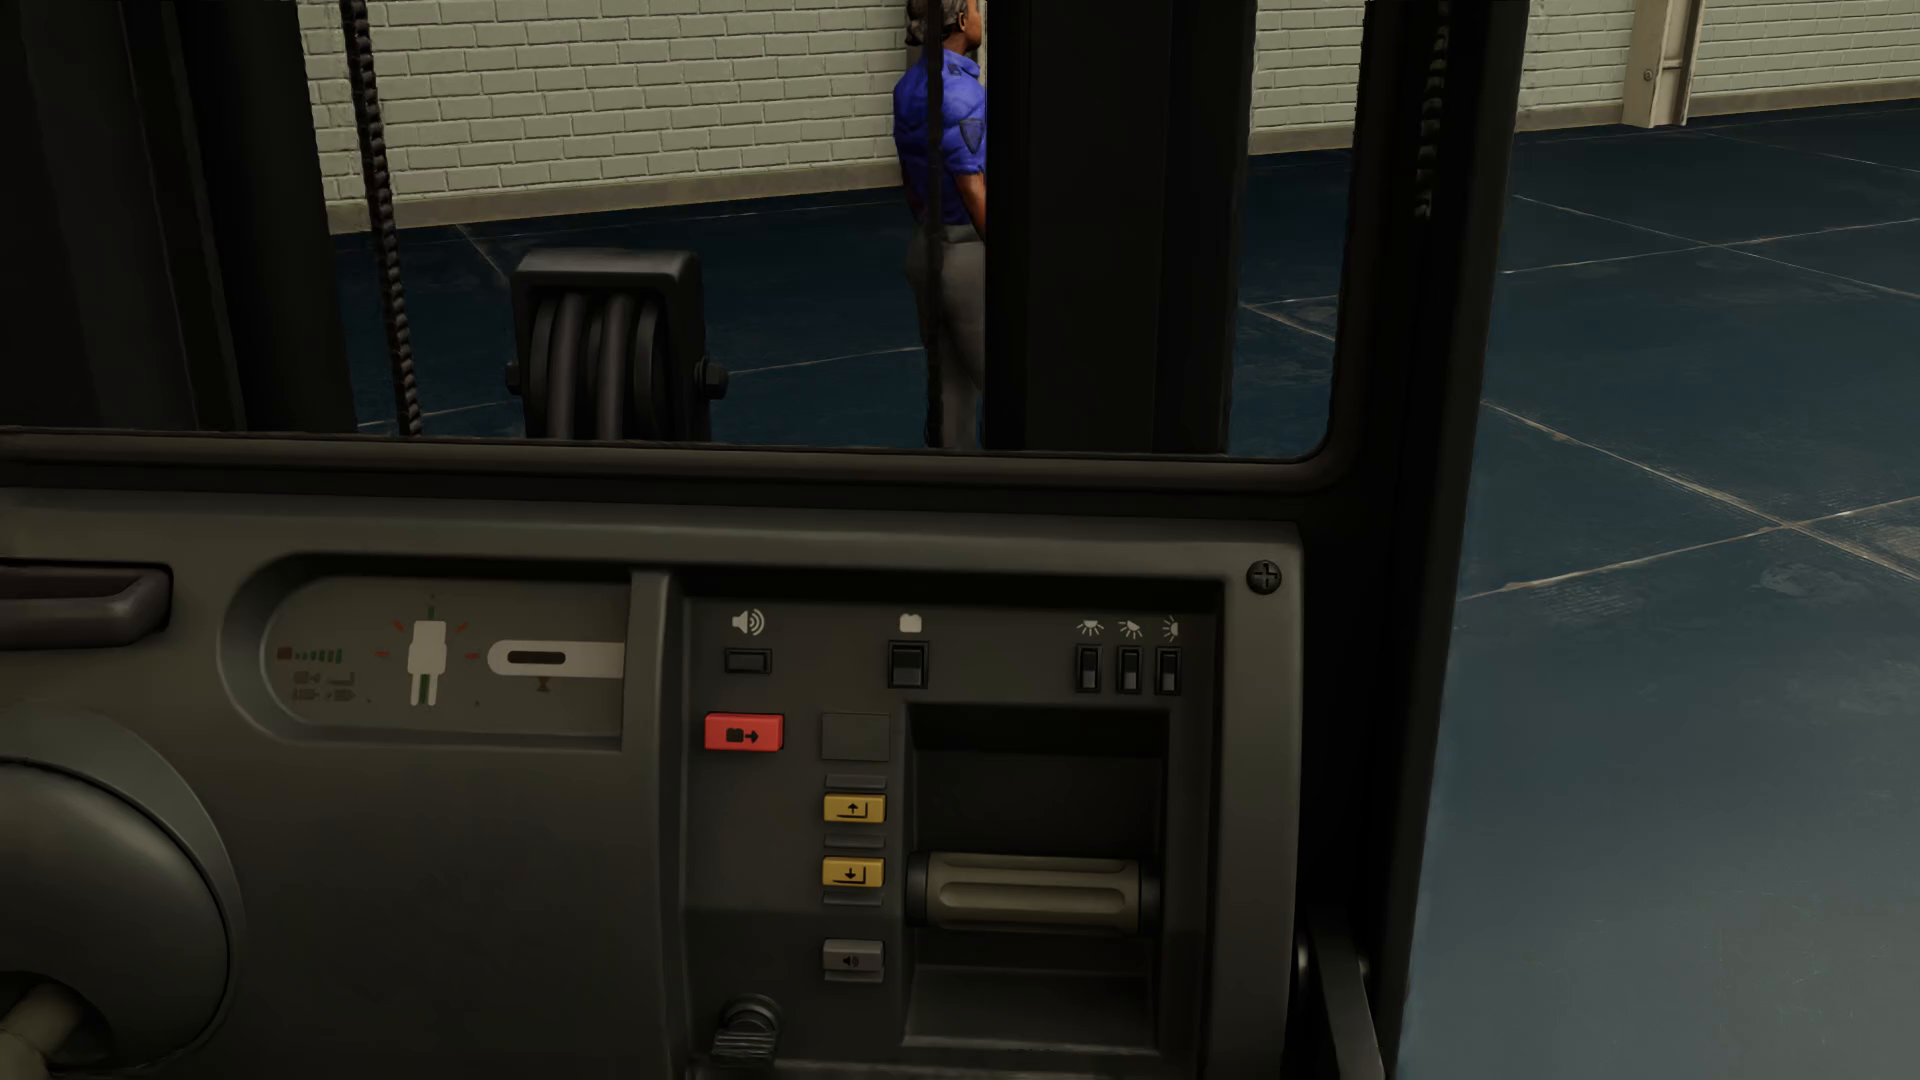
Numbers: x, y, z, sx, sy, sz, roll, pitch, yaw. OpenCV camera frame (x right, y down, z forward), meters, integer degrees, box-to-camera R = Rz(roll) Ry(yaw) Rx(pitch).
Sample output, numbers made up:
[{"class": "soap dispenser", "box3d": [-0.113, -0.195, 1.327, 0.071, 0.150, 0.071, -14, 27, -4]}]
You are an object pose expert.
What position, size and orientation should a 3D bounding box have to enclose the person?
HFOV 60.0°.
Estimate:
[{"class": "person", "box3d": [0.091, -0.779, 4.806, 0.496, 1.656, 0.569, -10, 25, -23]}]
